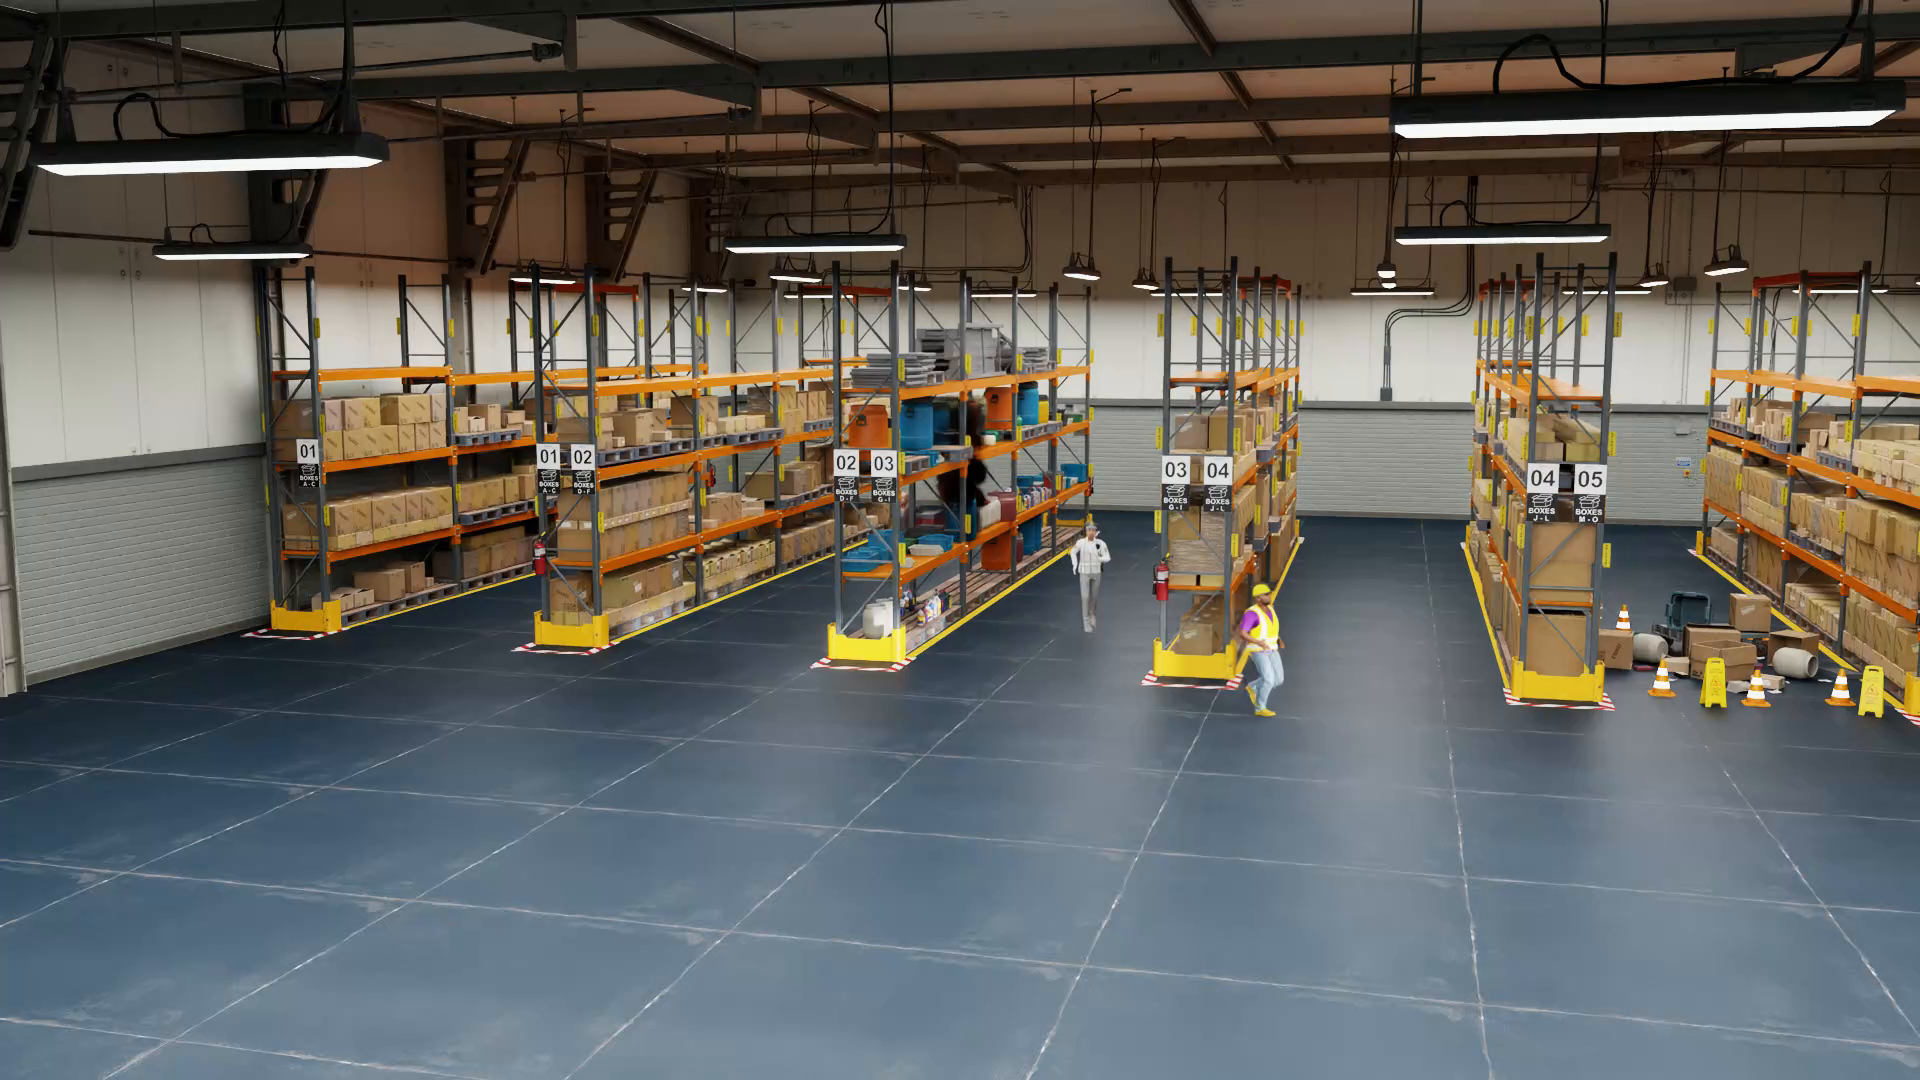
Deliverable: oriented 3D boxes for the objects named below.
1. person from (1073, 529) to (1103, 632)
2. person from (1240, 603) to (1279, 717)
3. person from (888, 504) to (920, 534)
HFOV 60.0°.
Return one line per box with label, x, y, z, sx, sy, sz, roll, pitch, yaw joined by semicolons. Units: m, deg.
person;2.010;0.591;26.044;0.474;1.673;0.856;0;7;0
person;3.894;1.547;21.598;0.676;1.462;0.534;-7;10;-43
person;-1.093;-0.001;33.113;0.718;1.448;0.958;2;8;18
